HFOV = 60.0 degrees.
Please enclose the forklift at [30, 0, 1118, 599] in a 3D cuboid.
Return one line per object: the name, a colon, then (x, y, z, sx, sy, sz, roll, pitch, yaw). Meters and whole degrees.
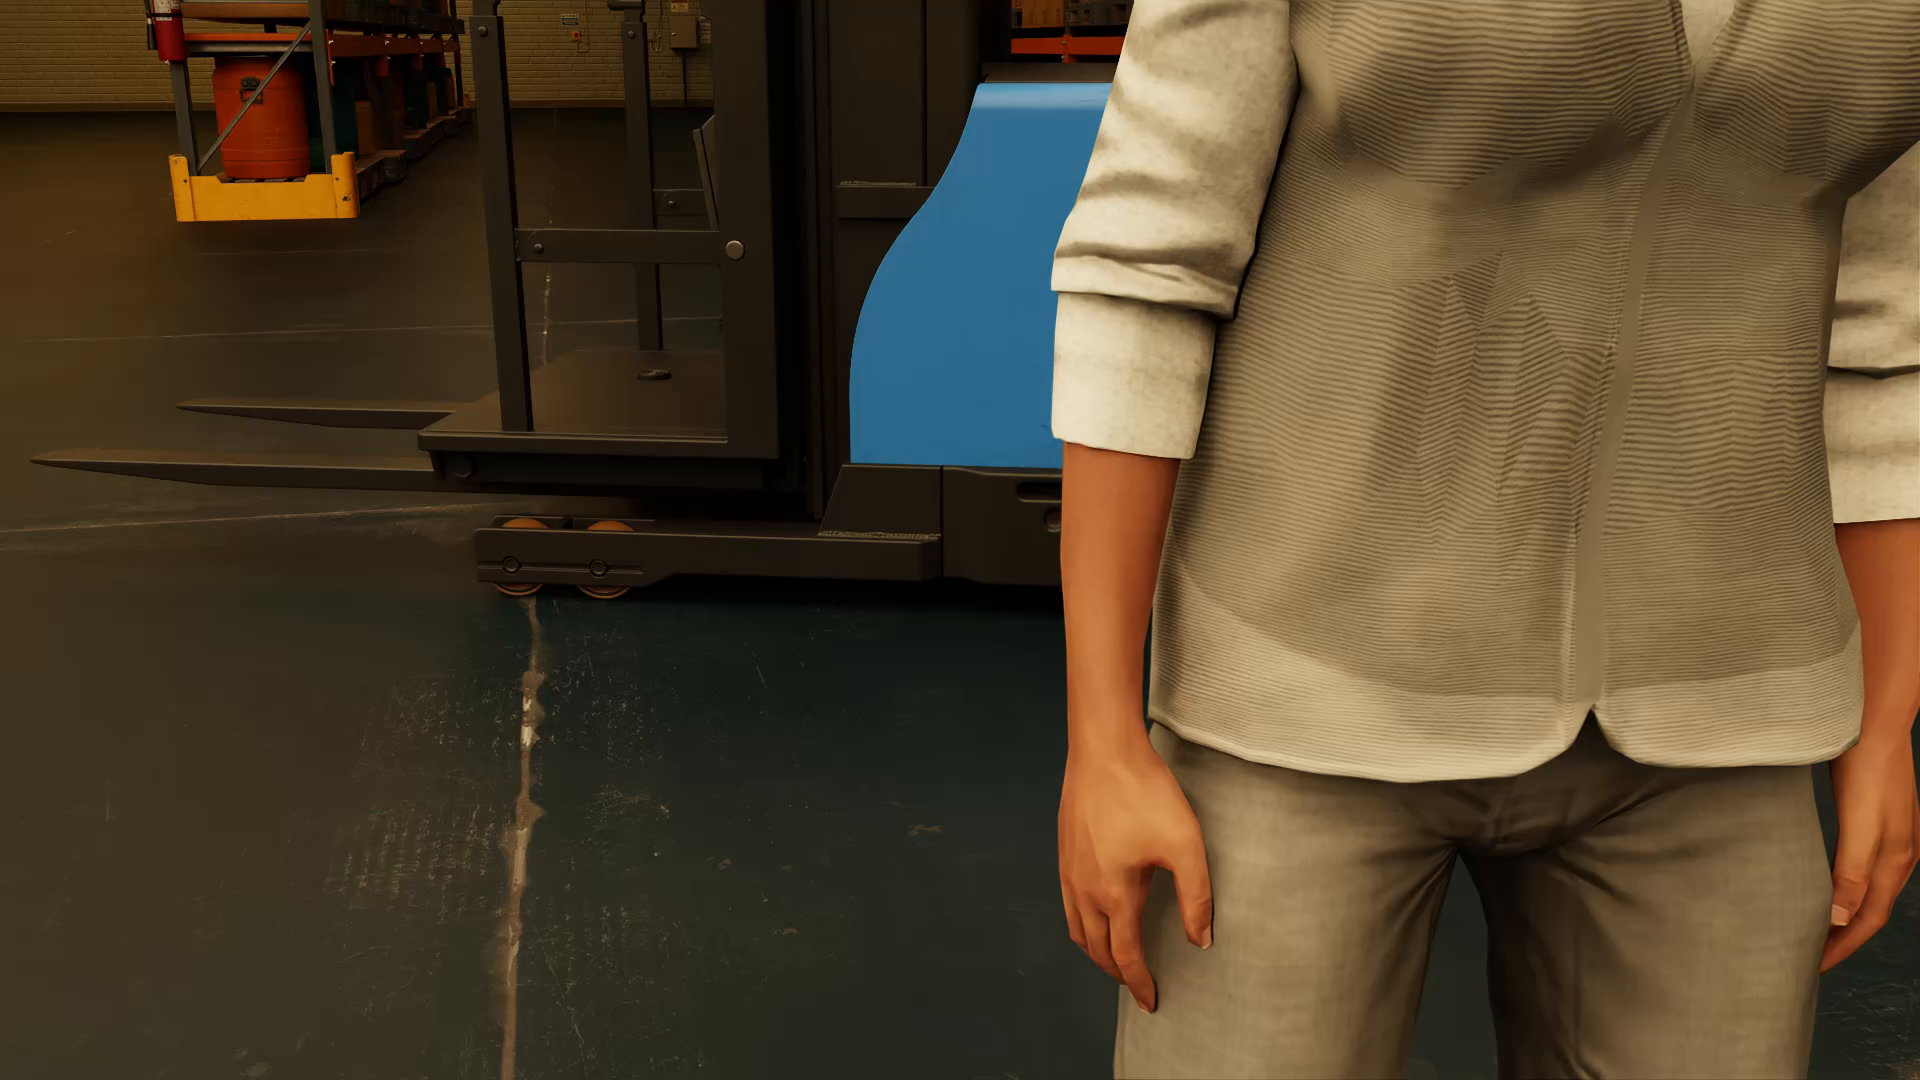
forklift: (-0.622, -1.425, 3.664, 3.031, 2.935, 1.130, 2, 17, 6)
